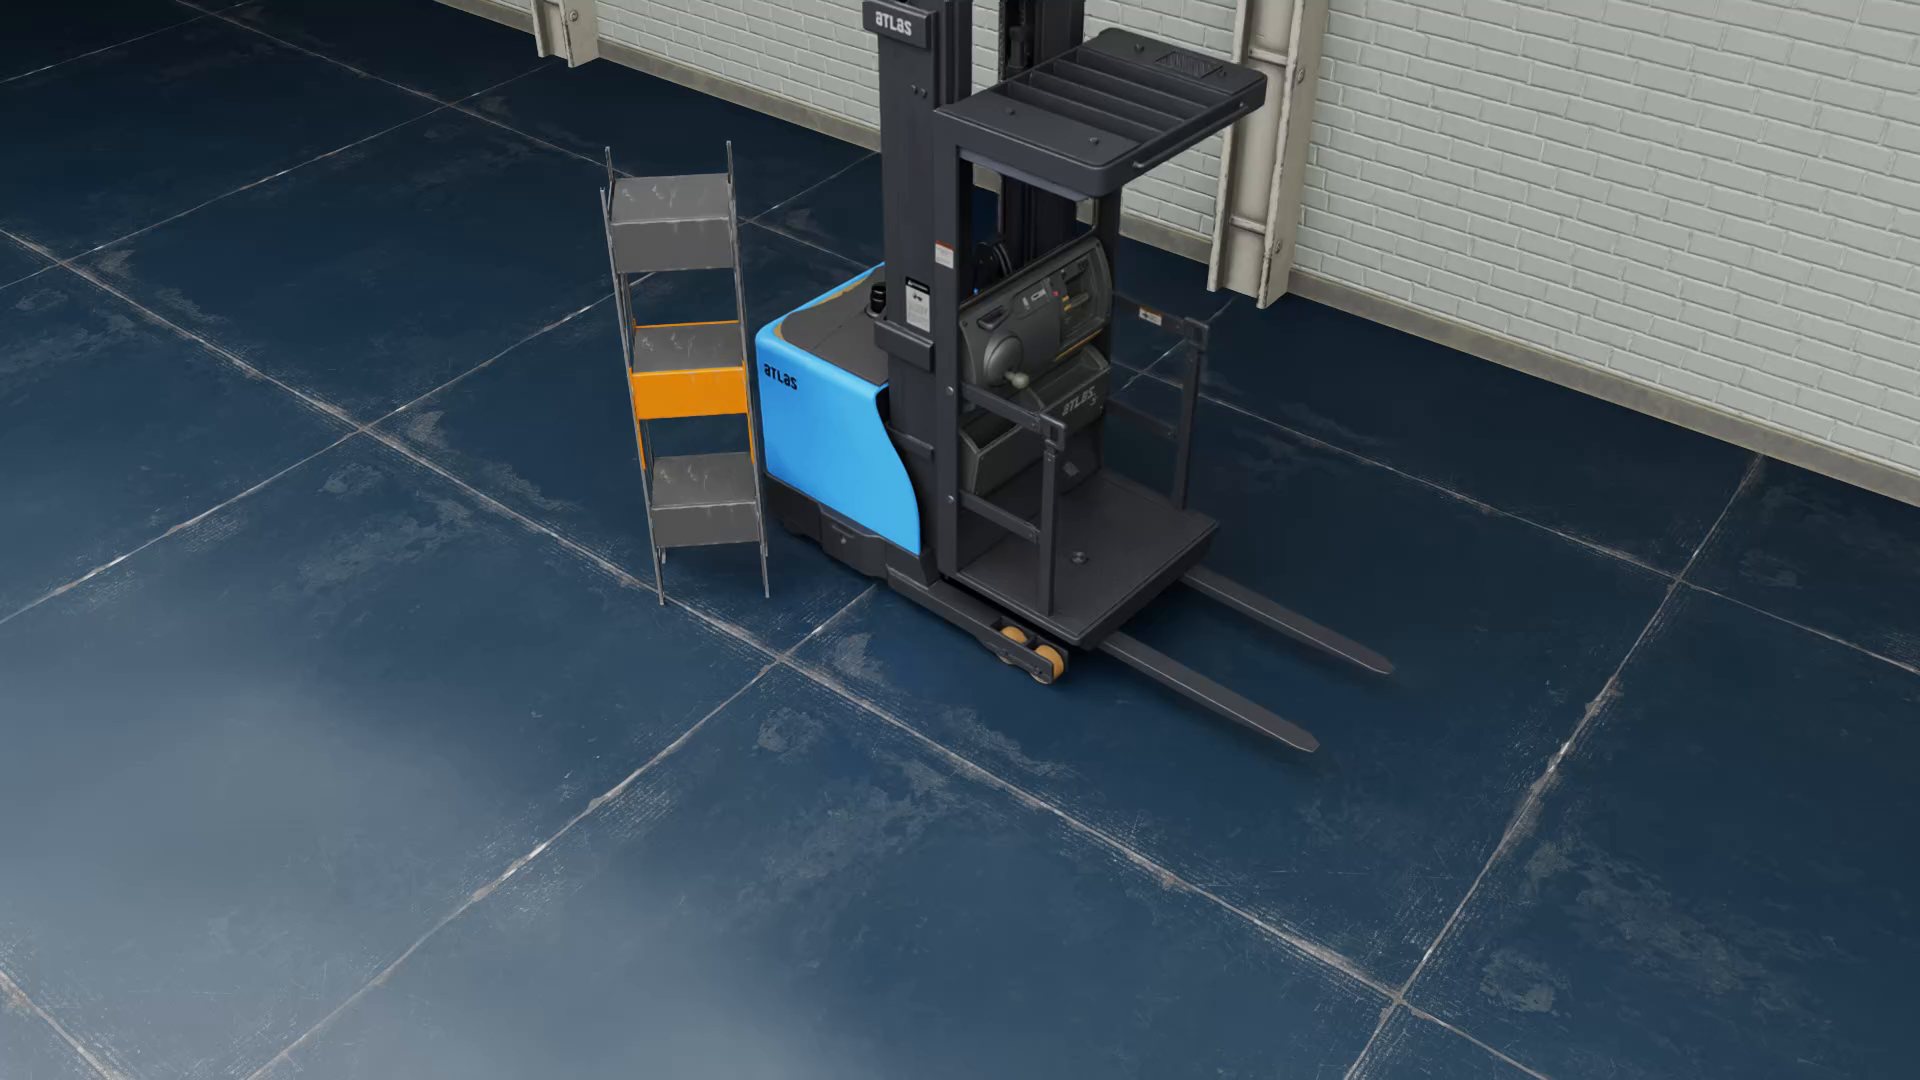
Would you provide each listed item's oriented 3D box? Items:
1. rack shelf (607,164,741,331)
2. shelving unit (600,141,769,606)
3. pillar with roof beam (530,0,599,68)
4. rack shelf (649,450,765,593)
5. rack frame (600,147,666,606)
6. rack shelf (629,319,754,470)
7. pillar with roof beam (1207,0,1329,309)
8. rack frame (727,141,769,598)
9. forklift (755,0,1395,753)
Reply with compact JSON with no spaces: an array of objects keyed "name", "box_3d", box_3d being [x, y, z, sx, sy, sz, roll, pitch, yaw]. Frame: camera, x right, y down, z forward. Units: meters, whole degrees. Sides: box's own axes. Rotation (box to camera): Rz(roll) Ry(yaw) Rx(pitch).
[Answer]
[{"name":"rack shelf","box_3d":[-1.163,-1.202,6.829,0.480,0.518,0.431,-4,38,-5]},{"name":"shelving unit","box_3d":[-1.163,-0.662,7.252,0.503,2.100,0.431,-4,38,-5]},{"name":"pillar with roof beam","box_3d":[-5.643,-5.198,7.450,0.400,9.000,9.100,25,45,29]},{"name":"rack shelf","box_3d":[-1.163,-0.100,7.692,0.480,0.518,0.431,-4,38,-5]},{"name":"rack frame","box_3d":[-1.406,-0.645,7.231,0.015,2.100,0.400,-4,38,-5]},{"name":"rack shelf","box_3d":[-1.163,-0.651,7.261,0.480,0.518,0.431,-4,38,-5]},{"name":"pillar with roof beam","box_3d":[-0.877,-2.951,4.580,0.400,9.000,9.100,25,45,29]},{"name":"rack frame","box_3d":[-0.921,-0.679,7.274,0.015,2.100,0.400,-4,38,-5]},{"name":"forklift","box_3d":[0.488,-0.893,6.874,3.031,2.935,1.130,28,46,31]}]
